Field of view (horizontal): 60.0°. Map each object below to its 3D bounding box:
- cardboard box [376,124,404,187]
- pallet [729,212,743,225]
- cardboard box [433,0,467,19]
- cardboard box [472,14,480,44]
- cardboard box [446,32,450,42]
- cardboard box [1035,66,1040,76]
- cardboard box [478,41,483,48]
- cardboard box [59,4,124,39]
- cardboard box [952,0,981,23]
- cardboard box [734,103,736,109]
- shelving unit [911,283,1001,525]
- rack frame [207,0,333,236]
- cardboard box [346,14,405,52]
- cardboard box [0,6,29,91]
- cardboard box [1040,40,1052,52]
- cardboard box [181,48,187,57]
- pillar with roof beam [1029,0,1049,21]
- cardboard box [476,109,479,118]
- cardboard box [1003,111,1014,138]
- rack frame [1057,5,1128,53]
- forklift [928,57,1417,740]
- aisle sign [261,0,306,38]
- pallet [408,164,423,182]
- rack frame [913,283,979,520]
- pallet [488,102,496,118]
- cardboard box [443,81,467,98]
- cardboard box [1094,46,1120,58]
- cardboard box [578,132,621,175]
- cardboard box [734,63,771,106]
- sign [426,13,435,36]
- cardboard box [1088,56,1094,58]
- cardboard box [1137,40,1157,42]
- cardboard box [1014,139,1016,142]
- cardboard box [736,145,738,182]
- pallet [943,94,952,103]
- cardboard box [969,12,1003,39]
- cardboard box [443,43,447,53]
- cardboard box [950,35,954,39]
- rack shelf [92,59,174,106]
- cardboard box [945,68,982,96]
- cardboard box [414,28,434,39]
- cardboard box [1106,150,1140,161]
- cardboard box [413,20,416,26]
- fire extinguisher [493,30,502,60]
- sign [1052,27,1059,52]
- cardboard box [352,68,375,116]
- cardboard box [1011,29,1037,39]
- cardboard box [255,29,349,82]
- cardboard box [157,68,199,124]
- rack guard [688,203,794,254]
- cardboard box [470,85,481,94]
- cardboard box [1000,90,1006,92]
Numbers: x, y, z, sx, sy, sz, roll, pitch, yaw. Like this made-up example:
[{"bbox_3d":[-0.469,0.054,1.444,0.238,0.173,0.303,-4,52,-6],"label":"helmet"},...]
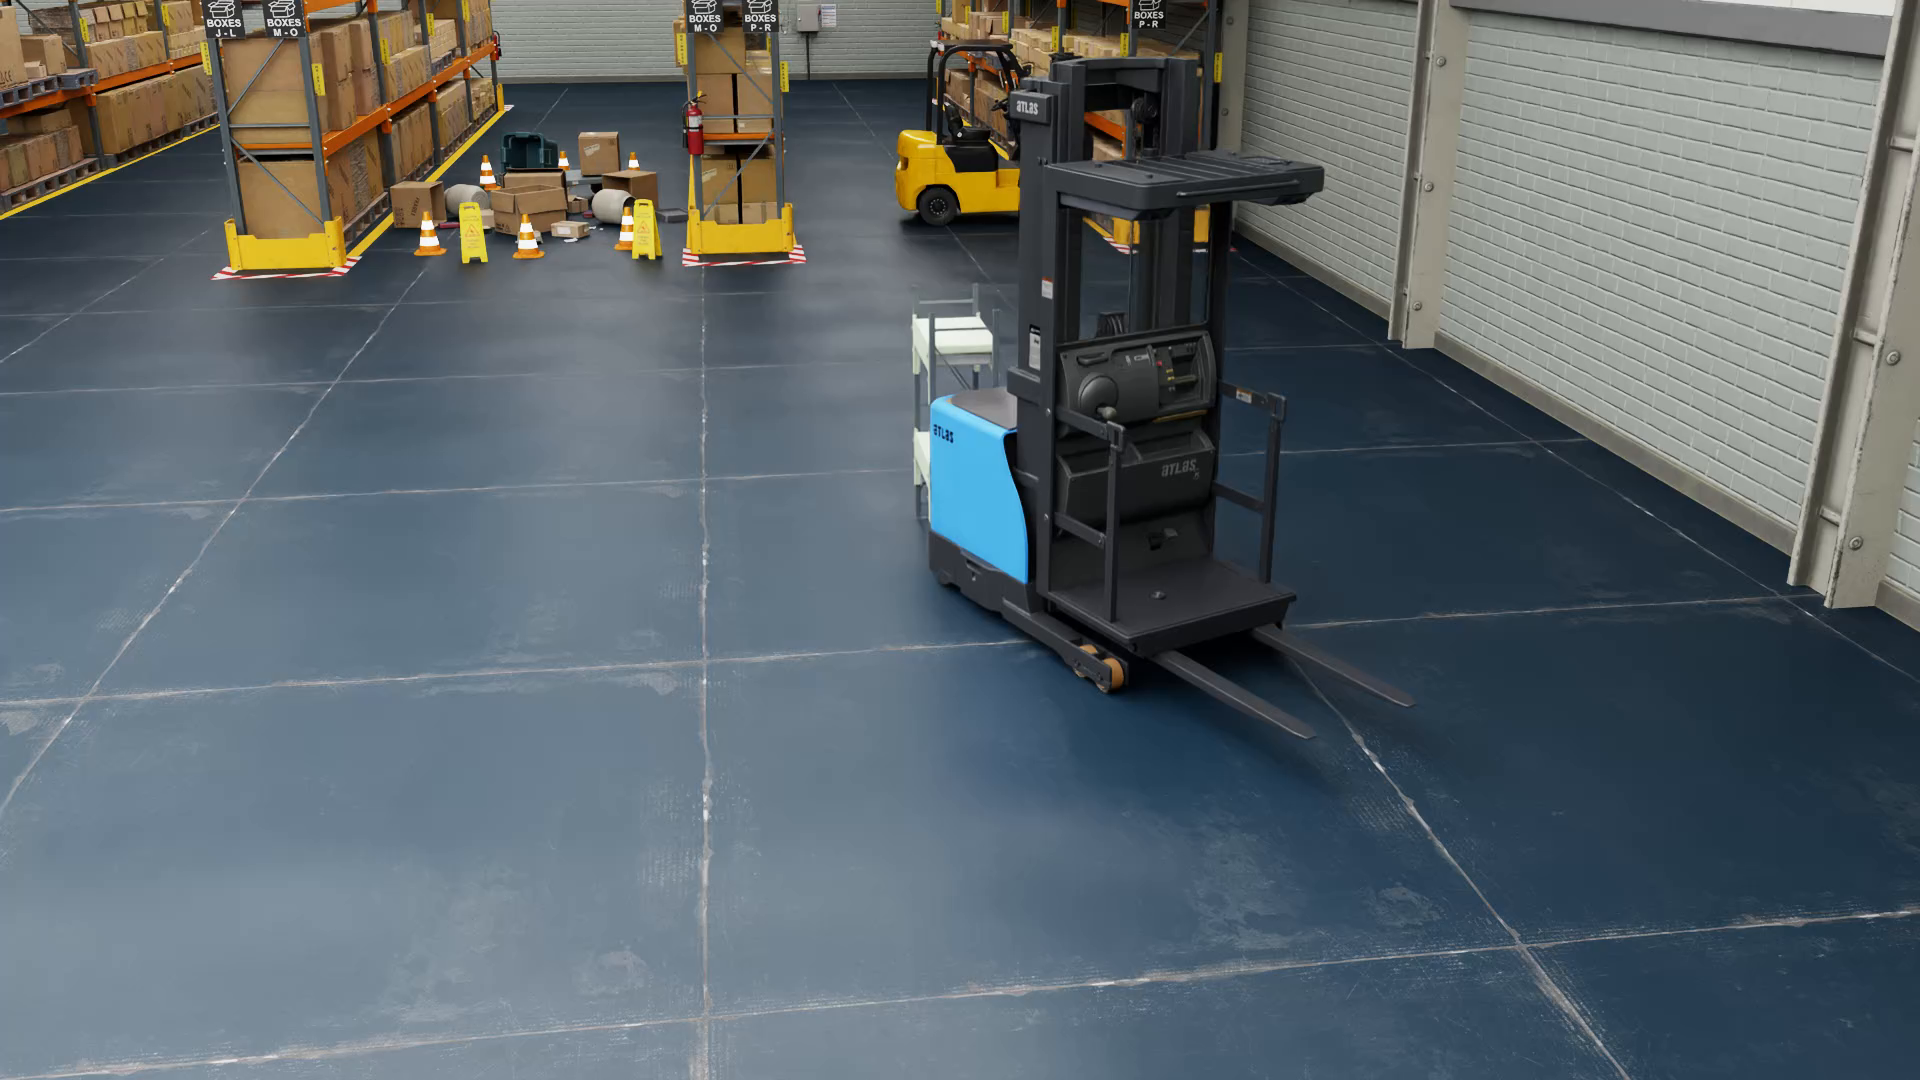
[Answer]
[{"bbox_3d":[-8.137,-5.173,22.394,1.050,0.750,0.750,-3,21,-8],"label":"cardboard box"},{"bbox_3d":[-2.591,-3.722,19.881,1.003,0.211,1.213,-3,21,-8],"label":"pallet"},{"bbox_3d":[-8.935,-9.413,29.134,0.500,0.500,0.500,-2,21,-6],"label":"cardboard box"},{"bbox_3d":[-9.049,-9.307,30.280,0.500,0.500,0.500,-3,21,-9],"label":"cardboard box"},{"bbox_3d":[-8.743,-8.408,27.776,0.380,0.149,0.250,-4,21,-10],"label":"cardboard box"},{"bbox_3d":[1.386,-6.794,24.334,0.500,0.250,0.500,-3,21,-7],"label":"cardboard box"},{"bbox_3d":[-9.243,-9.404,31.467,0.380,0.149,0.250,-4,21,-10],"label":"cardboard box"},{"bbox_3d":[-13.741,-8.218,26.355,0.797,0.503,0.637,-2,21,-6],"label":"cardboard box"},{"bbox_3d":[0.122,-10.241,32.066,0.500,0.500,0.500,-2,21,-6],"label":"cardboard box"},{"bbox_3d":[-2.701,-5.624,21.345,0.380,0.149,0.250,-3,21,-9],"label":"cardboard box"},{"bbox_3d":[-0.030,-0.717,9.993,0.431,1.500,0.755,-3,21,-8],"label":"shelving unit"},{"bbox_3d":[-7.382,-4.435,17.803,1.000,3.000,0.127,-3,21,-8],"label":"rack frame"},{"bbox_3d":[-8.330,-7.211,23.665,0.700,0.500,0.500,-3,21,-9],"label":"cardboard box"},{"bbox_3d":[-12.857,-6.364,21.512,1.000,1.000,1.000,-3,21,-7],"label":"cardboard box"},{"bbox_3d":[1.361,-7.074,23.799,0.380,0.149,0.250,-4,21,-9],"label":"cardboard box"},{"bbox_3d":[-13.824,-8.558,29.201,0.380,0.149,0.250,-2,21,-6],"label":"cardboard box"},{"bbox_3d":[-2.785,-12.006,29.499,9.100,9.000,0.400,-3,21,-8],"label":"pillar with roof beam"},{"bbox_3d":[-8.884,-7.685,29.980,0.380,0.149,0.250,-2,21,-6],"label":"cardboard box"},{"bbox_3d":[0.987,-6.902,27.381,0.500,0.500,0.500,-2,21,-6],"label":"cardboard box"},{"bbox_3d":[1.837,-6.356,22.947,1.000,3.000,0.127,-3,21,-8],"label":"rack frame"},{"bbox_3d":[1.015,-0.809,8.192,1.130,2.935,3.031,-12,24,-29],"label":"forklift"},{"bbox_3d":[-7.074,-5.643,17.323,0.394,0.787,0.004,-3,21,-8],"label":"aisle sign"},{"bbox_3d":[-8.323,-5.200,23.837,1.003,0.211,1.213,-3,21,-8],"label":"pallet"},{"bbox_3d":[-0.084,-0.844,10.332,0.400,1.500,0.023,-3,21,-8],"label":"rack frame"},{"bbox_3d":[-9.595,-8.359,32.294,1.003,0.211,1.213,-3,21,-8],"label":"pallet"},{"bbox_3d":[-8.754,-7.721,28.503,0.500,0.250,0.500,-3,21,-9],"label":"cardboard box"},{"bbox_3d":[1.870,-6.011,20.529,0.380,0.149,0.250,-3,21,-7],"label":"cardboard box"},{"bbox_3d":[-4.831,-5.188,22.310,0.500,0.500,0.500,-3,21,-8],"label":"cardboard box"},{"bbox_3d":[-2.444,-5.439,19.924,0.500,0.500,0.500,-3,21,-9],"label":"cardboard box"},{"bbox_3d":[-7.986,-7.776,25.094,0.100,0.325,0.005,-3,21,-8],"label":"sign"},{"bbox_3d":[1.826,-6.047,21.049,0.380,0.149,0.250,-3,21,-9],"label":"cardboard box"},{"bbox_3d":[2.344,-6.396,21.560,0.380,0.149,0.250,-3,21,-9],"label":"cardboard box"},{"bbox_3d":[1.337,-6.609,26.417,0.875,0.625,0.625,-2,21,-6],"label":"cardboard box"},{"bbox_3d":[-2.574,-4.820,21.093,0.500,0.500,0.500,-2,21,-5],"label":"cardboard box"},{"bbox_3d":[0.234,-8.902,33.749,1.003,0.211,1.213,-3,21,-8],"label":"pallet"},{"bbox_3d":[0.532,-9.191,29.793,0.700,0.500,0.500,-2,21,-6],"label":"cardboard box"},{"bbox_3d":[-8.667,-8.090,27.349,0.380,0.149,0.250,-2,21,-5],"label":"cardboard box"},{"bbox_3d":[0.019,-9.817,32.572,0.380,0.149,0.250,-4,21,-9],"label":"cardboard box"},{"bbox_3d":[-13.746,-7.345,26.623,1.077,0.370,4.000,-3,21,-8],"label":"rack shelf"},{"bbox_3d":[0.101,-9.321,33.854,0.797,0.503,0.637,-4,21,-10],"label":"cardboard box"},{"bbox_3d":[-8.520,-8.002,26.262,0.380,0.149,0.250,-4,21,-10],"label":"cardboard box"},{"bbox_3d":[2.039,-4.492,19.856,0.500,0.250,0.500,-2,21,-6],"label":"cardboard box"},{"bbox_3d":[-9.510,-8.788,28.366,0.380,0.149,0.250,-2,21,-5],"label":"cardboard box"},{"bbox_3d":[-9.268,-9.874,33.009,0.296,0.674,0.183,-3,21,-8],"label":"fire extinguisher"},{"bbox_3d":[1.301,-6.831,22.676,0.100,0.325,0.005,-3,21,-8],"label":"sign"},{"bbox_3d":[-7.791,-5.574,20.637,0.875,0.550,0.550,-3,21,-8],"label":"cardboard box"},{"bbox_3d":[1.015,-7.966,26.188,0.380,0.149,0.250,-2,21,-6],"label":"cardboard box"},{"bbox_3d":[-7.514,-5.528,18.972,0.875,0.550,0.550,-3,21,-8],"label":"cardboard box"},{"bbox_3d":[-14.050,-7.808,29.272,0.875,0.875,0.875,-3,21,-8],"label":"cardboard box"},{"bbox_3d":[-2.509,-3.575,19.073,1.175,0.500,0.348,-3,21,-8],"label":"rack guard"},{"bbox_3d":[-9.156,-8.402,31.048,0.380,0.149,0.250,-3,21,-7],"label":"cardboard box"},{"bbox_3d":[0.881,-7.509,28.078,0.380,0.149,0.250,-2,21,-6],"label":"cardboard box"}]
